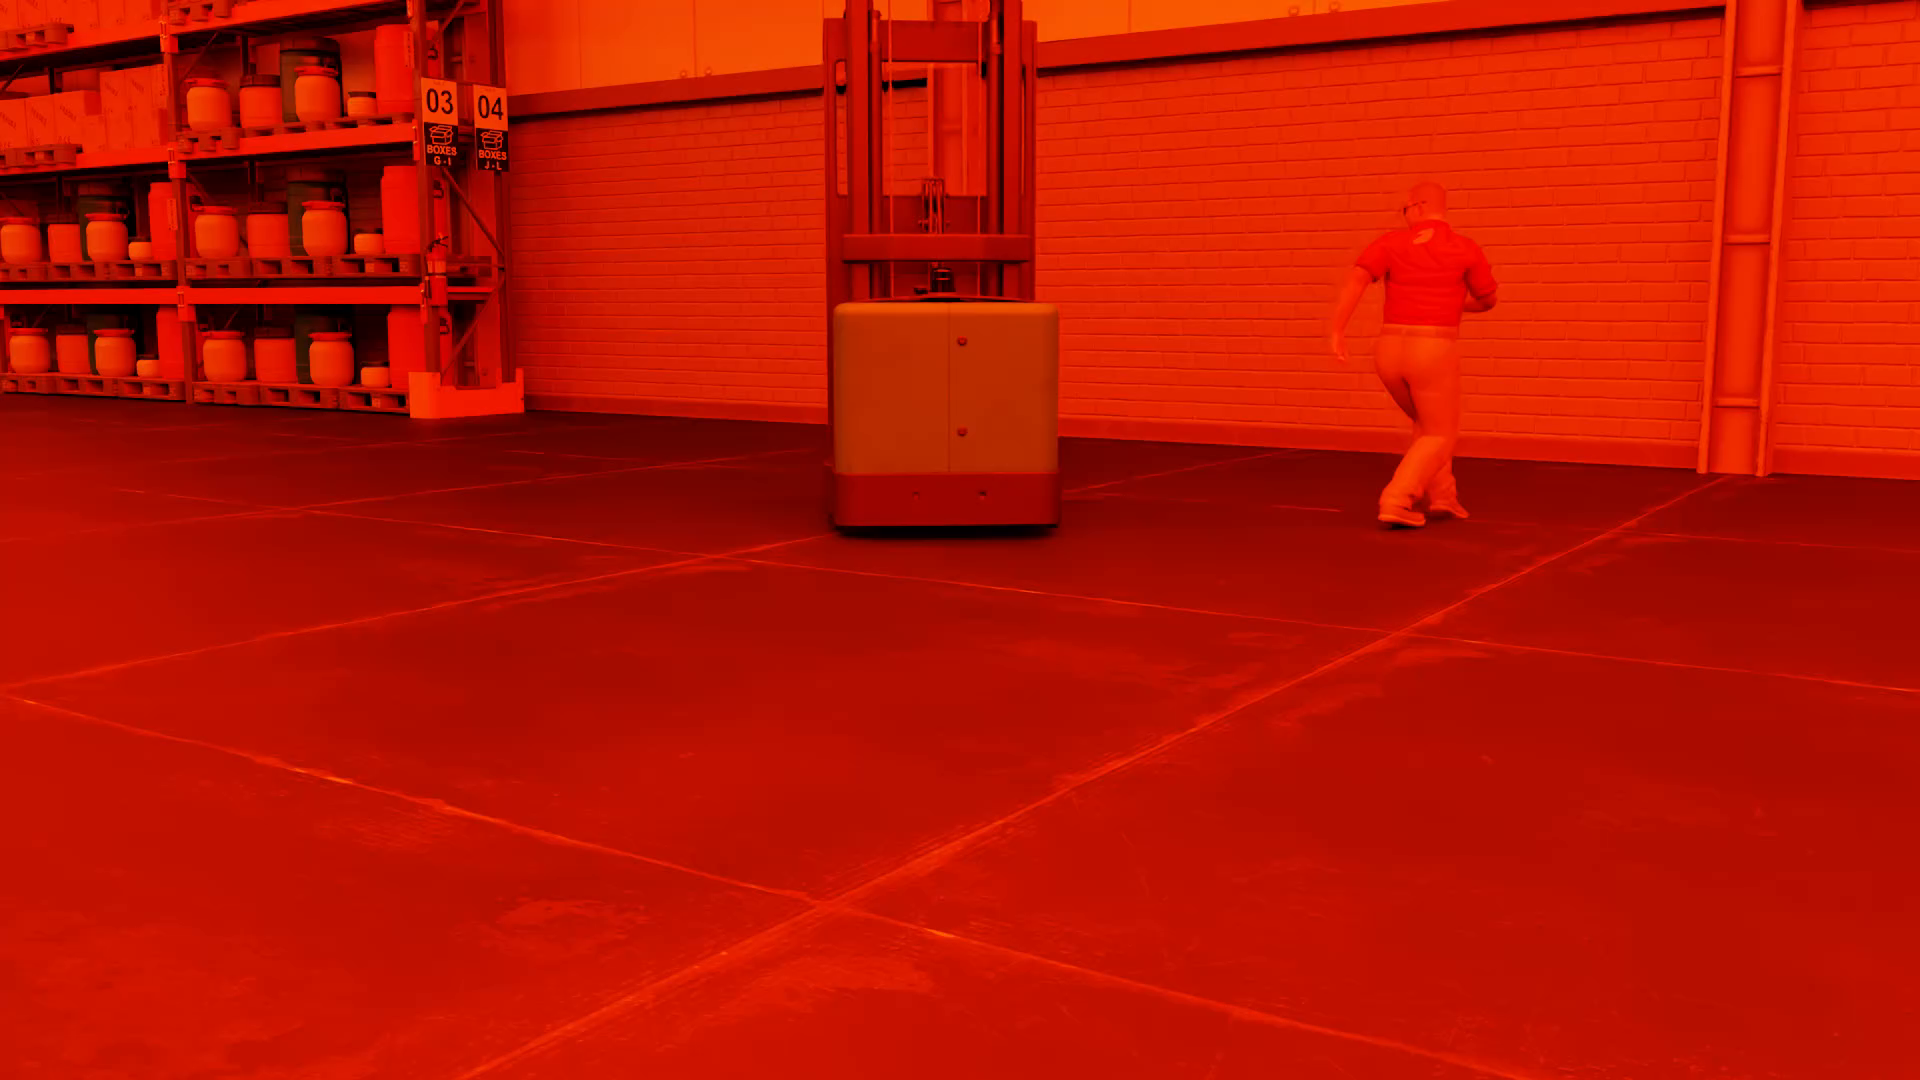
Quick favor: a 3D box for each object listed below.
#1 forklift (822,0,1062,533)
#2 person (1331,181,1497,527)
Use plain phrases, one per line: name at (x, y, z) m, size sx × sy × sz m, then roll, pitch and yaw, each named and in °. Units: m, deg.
forklift at (-0.174, -1.658, 8.851) m, size 1.130 × 2.935 × 3.031 m, roll -1°, pitch 8°, yaw -5°
person at (2.265, -0.879, 8.070) m, size 0.957 × 1.689 × 0.564 m, roll -8°, pitch 11°, yaw -44°
